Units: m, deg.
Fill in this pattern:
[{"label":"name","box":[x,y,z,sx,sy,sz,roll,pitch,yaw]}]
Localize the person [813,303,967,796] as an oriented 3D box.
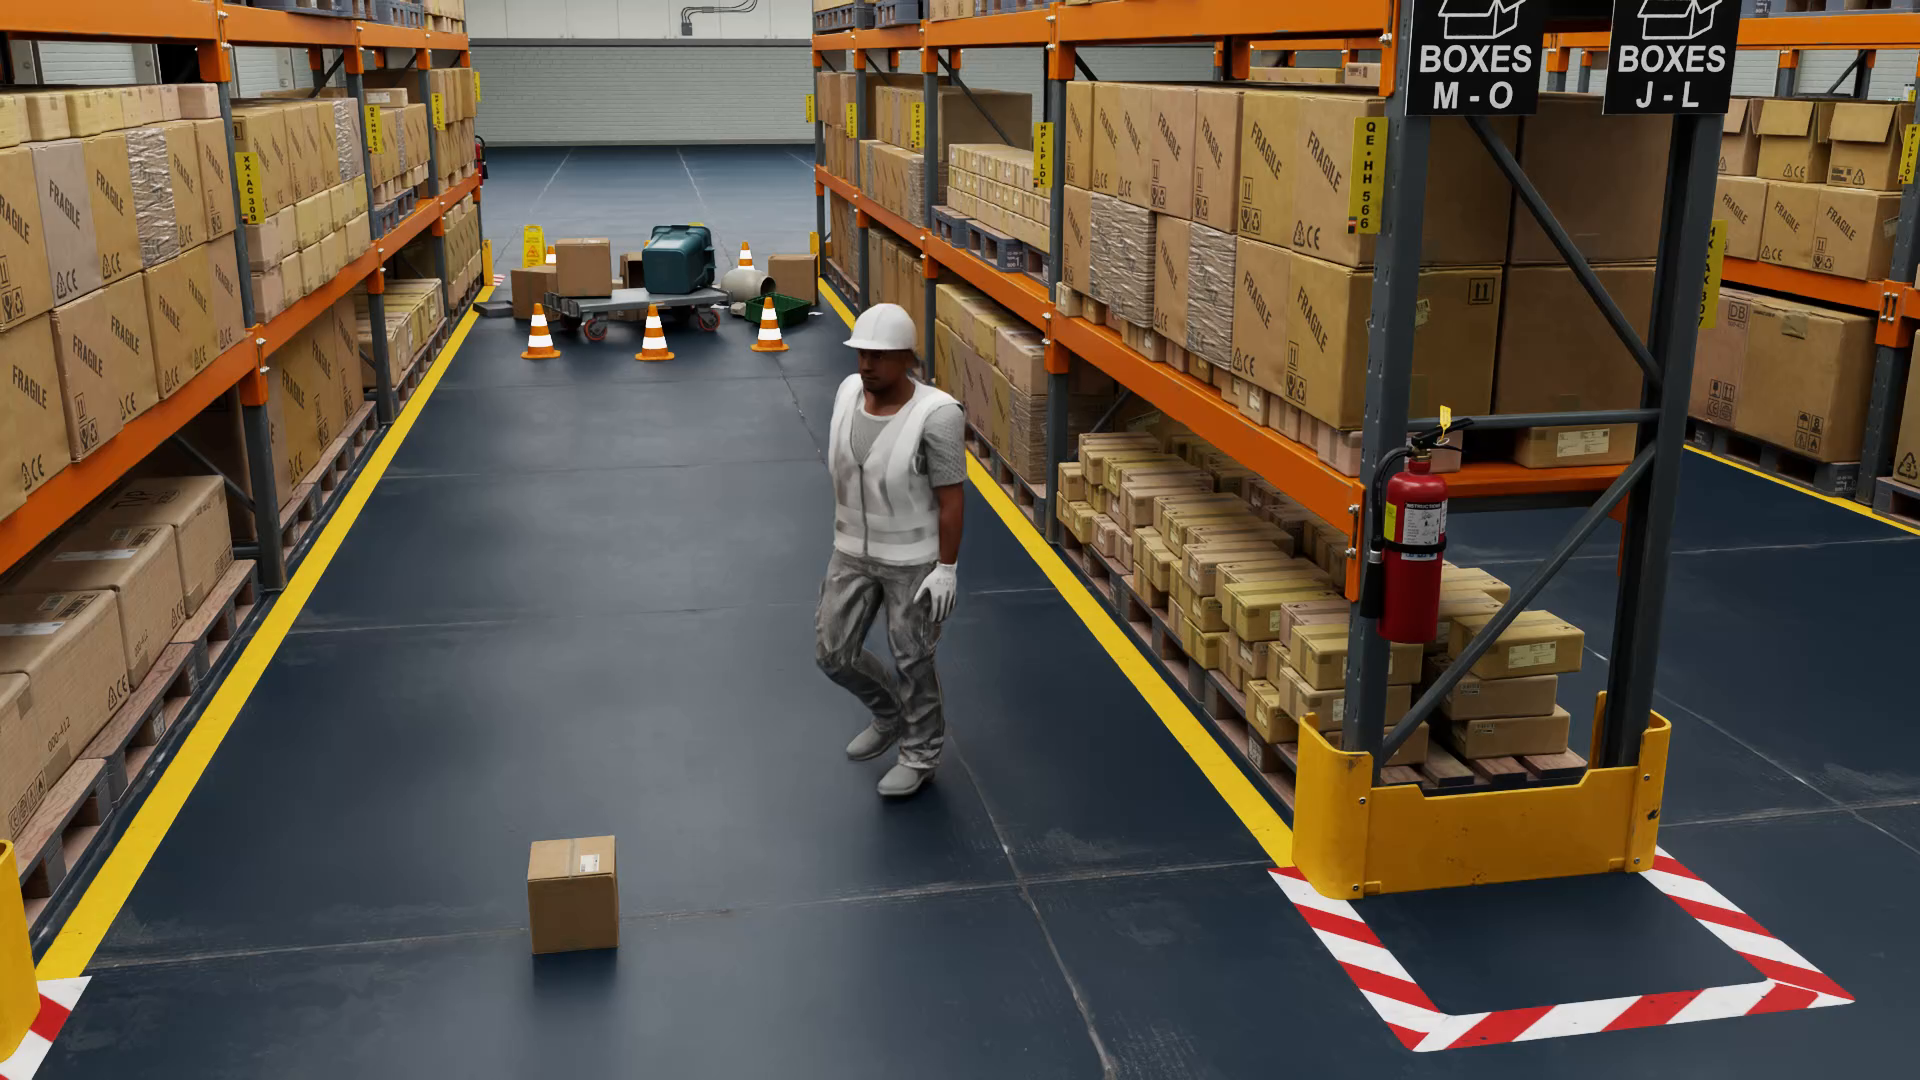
[{"label":"person","box":[-0.229,0.051,5.763,0.592,1.771,0.506,10,19,30]}]
